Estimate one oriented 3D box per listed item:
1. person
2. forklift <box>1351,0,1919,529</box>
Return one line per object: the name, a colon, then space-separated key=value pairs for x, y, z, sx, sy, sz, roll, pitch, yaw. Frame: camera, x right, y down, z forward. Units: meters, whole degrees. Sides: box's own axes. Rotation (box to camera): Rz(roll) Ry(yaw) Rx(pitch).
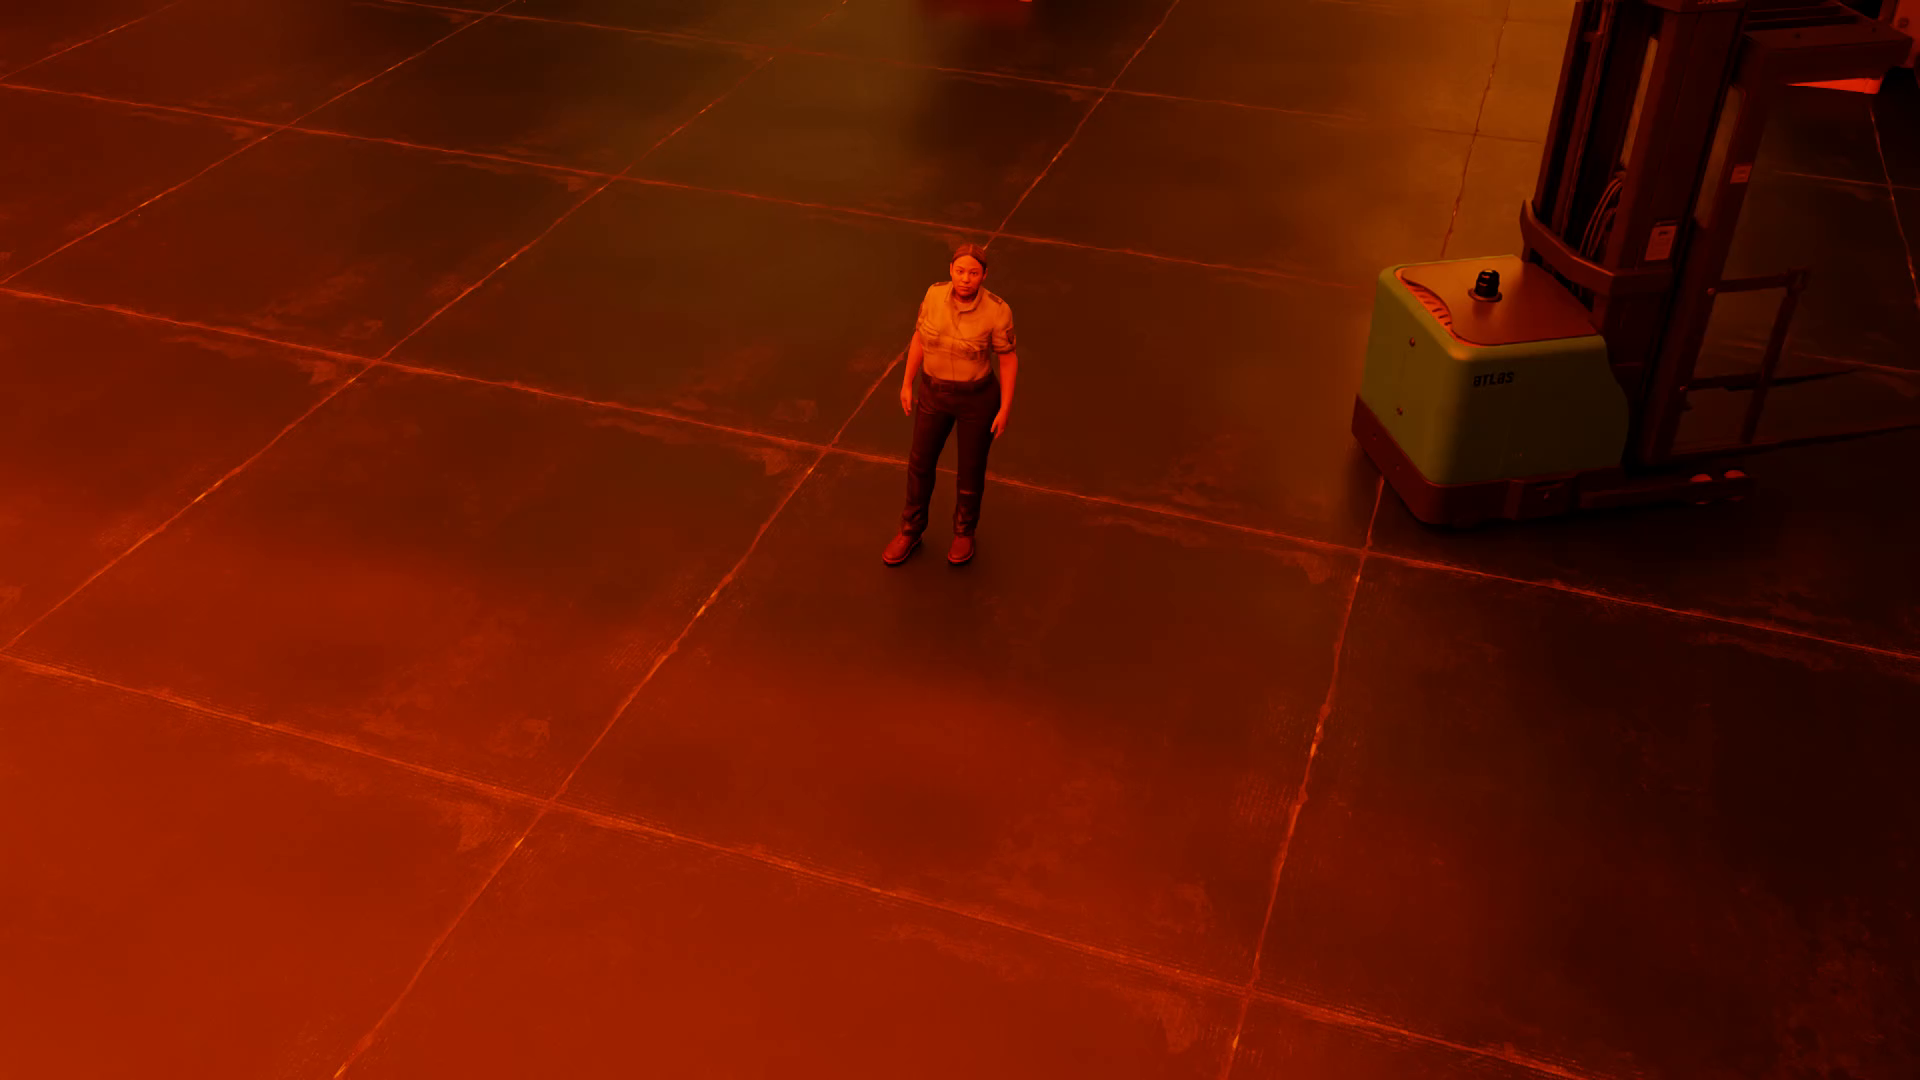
person: x=-0.052 y=-0.633 z=8.102 sx=0.598 sy=1.651 sz=0.502 roll=12 pitch=37 yaw=16
forklift: x=3.778 y=-1.676 z=8.474 sx=3.031 sy=2.935 sz=1.130 roll=-7 pitch=36 yaw=-9
